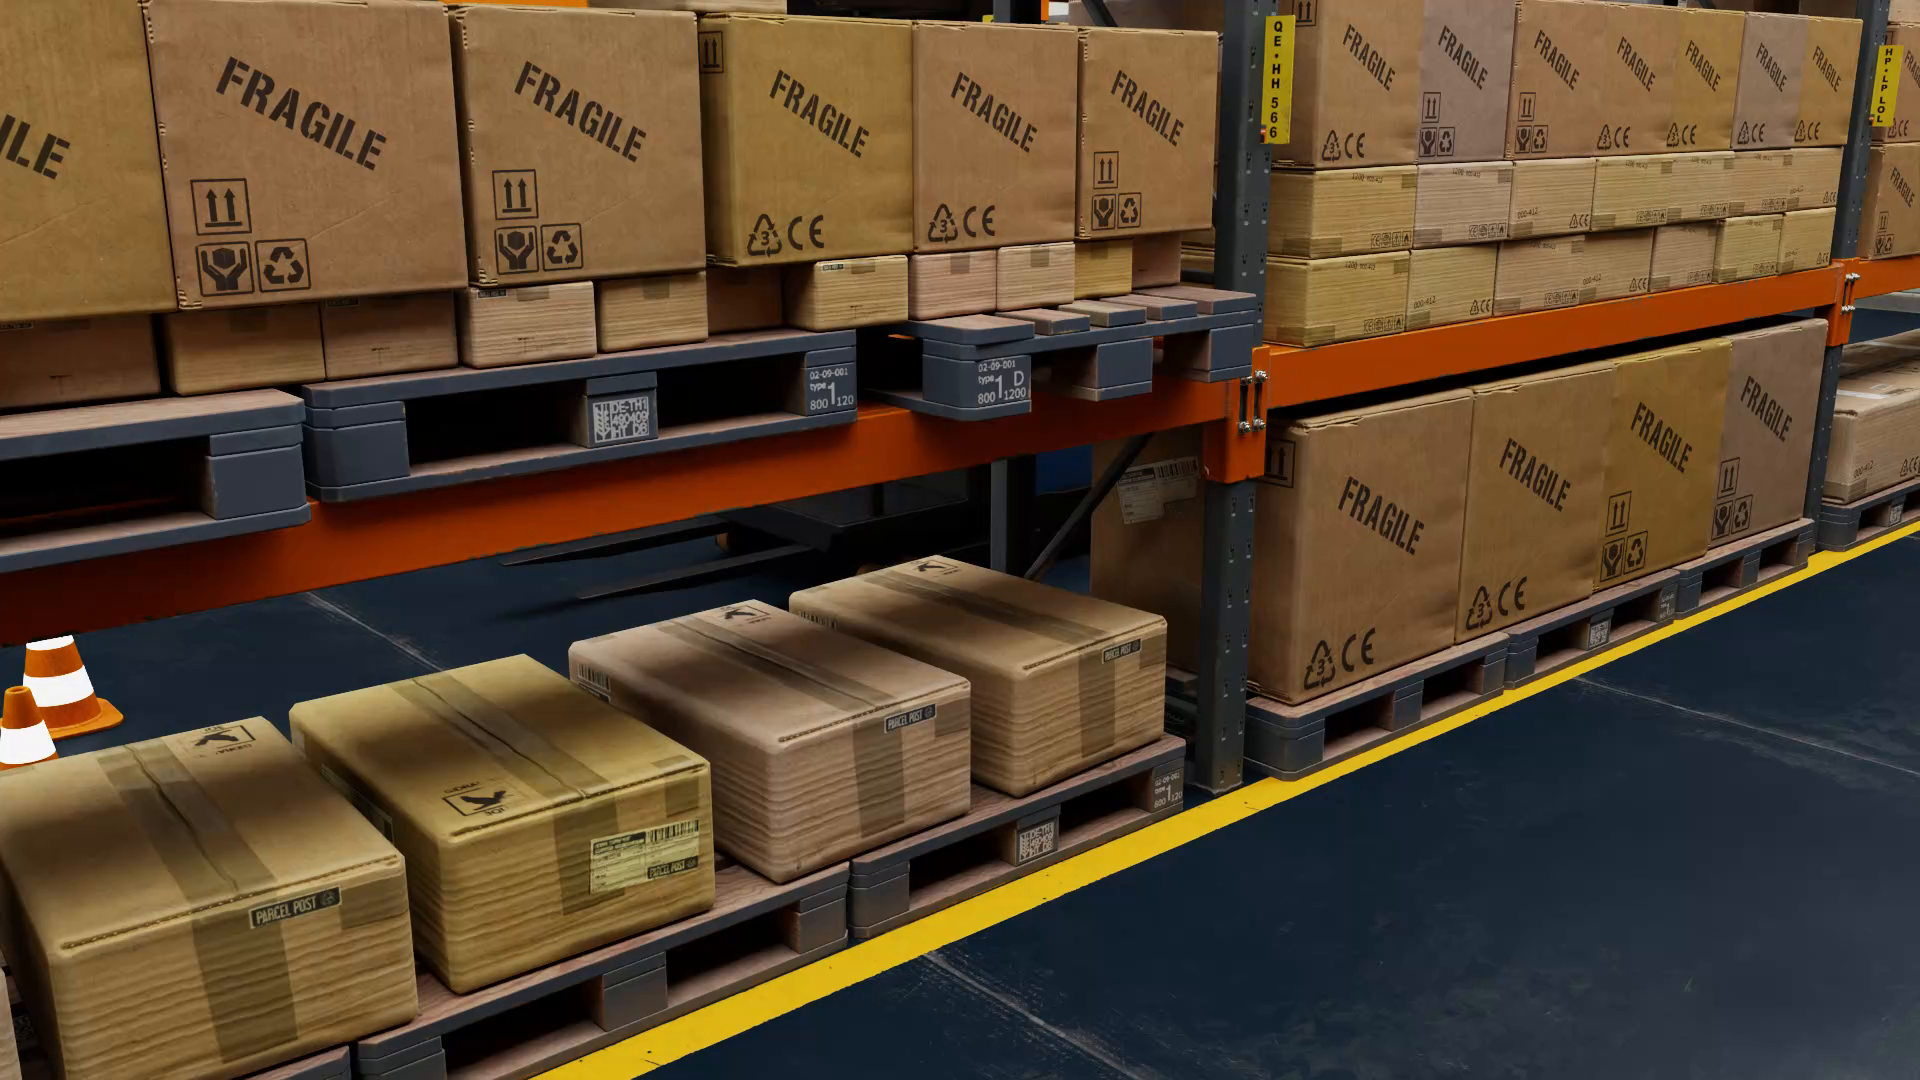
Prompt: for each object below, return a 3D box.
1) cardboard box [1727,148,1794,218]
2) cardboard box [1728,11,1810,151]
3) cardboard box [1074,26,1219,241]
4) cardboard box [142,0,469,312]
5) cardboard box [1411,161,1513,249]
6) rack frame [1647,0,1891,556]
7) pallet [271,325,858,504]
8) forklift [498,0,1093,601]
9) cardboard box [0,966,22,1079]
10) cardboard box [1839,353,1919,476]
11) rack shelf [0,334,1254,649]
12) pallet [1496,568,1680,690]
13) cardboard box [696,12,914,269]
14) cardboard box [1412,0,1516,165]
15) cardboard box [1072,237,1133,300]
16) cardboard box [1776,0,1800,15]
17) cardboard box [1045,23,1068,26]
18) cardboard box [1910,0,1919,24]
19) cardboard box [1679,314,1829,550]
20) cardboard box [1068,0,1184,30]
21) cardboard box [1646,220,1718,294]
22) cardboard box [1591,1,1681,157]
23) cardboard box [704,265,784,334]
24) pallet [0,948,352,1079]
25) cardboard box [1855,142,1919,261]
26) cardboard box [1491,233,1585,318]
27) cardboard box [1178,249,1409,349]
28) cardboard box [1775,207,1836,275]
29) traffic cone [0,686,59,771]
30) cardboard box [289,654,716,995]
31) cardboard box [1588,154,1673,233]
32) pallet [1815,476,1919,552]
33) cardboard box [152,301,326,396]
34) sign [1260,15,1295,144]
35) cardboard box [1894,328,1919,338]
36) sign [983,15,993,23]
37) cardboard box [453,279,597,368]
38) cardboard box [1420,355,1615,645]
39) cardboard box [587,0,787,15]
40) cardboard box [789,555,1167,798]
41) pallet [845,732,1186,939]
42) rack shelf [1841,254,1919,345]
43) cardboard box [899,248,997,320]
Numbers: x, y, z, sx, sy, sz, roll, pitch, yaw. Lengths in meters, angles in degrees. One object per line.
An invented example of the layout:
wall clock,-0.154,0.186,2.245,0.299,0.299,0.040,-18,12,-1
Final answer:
cardboard box,2.944,-1.435,6.630,0.500,0.250,0.500,-12,19,-38
cardboard box,2.932,-1.791,6.513,0.500,0.500,0.500,-12,19,-38
cardboard box,0.312,-1.060,4.321,0.500,0.500,0.500,-13,20,-41
cardboard box,-1.244,-0.703,2.985,0.500,0.500,0.500,-13,20,-40
cardboard box,1.407,-1.090,5.341,0.500,0.250,0.500,-12,19,-38
rack frame,3.490,-1.474,7.455,0.127,3.000,1.000,-13,19,-39
pallet,-0.994,-0.360,3.657,1.213,0.211,1.003,-13,19,-39
forklift,-0.471,-1.308,6.968,3.031,2.935,1.130,-13,20,-40
cardboard box,-2.151,0.859,3.000,0.625,0.372,0.950,-12,19,-39
cardboard box,4.709,-0.676,8.619,0.875,0.438,0.875,-13,20,-41
rack shelf,-1.037,-0.110,3.742,4.000,0.370,1.077,-13,19,-39
pallet,2.036,0.227,6.492,1.213,0.211,1.003,-13,19,-39
cardboard box,-0.451,-0.884,3.665,0.500,0.500,0.500,-14,21,-43
cardboard box,1.373,-1.449,5.232,0.500,0.500,0.500,-13,19,-39
cardboard box,0.225,-0.717,4.294,0.250,0.149,0.380,-12,19,-39
cardboard box,3.783,-2.456,7.744,0.250,0.149,0.380,-12,19,-38
cardboard box,0.664,-3.124,10.926,0.500,0.500,0.500,-12,19,-38
cardboard box,4.081,-2.368,7.414,0.250,0.149,0.380,-12,19,-39
cardboard box,3.074,-0.529,7.223,0.875,0.875,0.875,-12,19,-38
cardboard box,0.690,-1.466,5.294,0.500,0.500,0.500,-13,20,-41
cardboard box,2.539,-1.108,6.377,0.500,0.250,0.500,-13,20,-41
cardboard box,2.156,-1.619,5.866,0.500,0.500,0.500,-12,19,-38
cardboard box,-0.602,-0.557,3.695,0.250,0.149,0.380,-12,19,-39
pallet,-1.959,1.097,3.236,1.213,0.211,1.003,-13,19,-39
cardboard box,4.016,-1.551,7.548,0.500,0.500,0.500,-12,19,-38
cardboard box,1.782,-0.936,5.731,0.500,0.250,0.500,-12,19,-38
cardboard box,1.006,-0.758,5.064,0.500,0.250,0.500,-13,20,-40
cardboard box,3.317,-1.276,7.006,0.500,0.250,0.500,-13,20,-41
traffic cone,-2.529,0.625,4.515,0.334,0.463,0.336,-13,19,-39
cardboard box,-1.088,0.618,3.901,0.625,0.372,0.950,-12,19,-38
cardboard box,2.182,-1.256,5.960,0.500,0.250,0.500,-12,19,-38
pallet,4.115,-0.240,8.240,1.213,0.211,1.003,-13,19,-39
cardboard box,-1.342,-0.371,2.999,0.250,0.149,0.380,-12,19,-39
sign,0.835,-1.213,4.389,0.005,0.325,0.100,-13,19,-39
cardboard box,6.075,-0.985,9.776,0.875,0.438,0.875,-14,20,-41
sign,0.105,-1.463,5.171,0.005,0.325,0.100,-13,19,-39
cardboard box,-0.920,-0.447,3.286,0.250,0.149,0.380,-12,19,-37
cardboard box,1.723,-0.224,6.078,0.875,0.875,0.875,-12,19,-39
cardboard box,-0.577,-1.172,3.485,0.250,0.149,0.380,-14,20,-42
cardboard box,0.039,0.364,4.852,0.625,0.372,0.950,-14,21,-43
pallet,-0.118,0.683,4.783,1.213,0.211,1.003,-13,19,-39
rack shelf,4.998,-1.465,8.816,4.000,0.370,1.077,-13,19,-39
cardboard box,-0.131,-0.624,3.948,0.250,0.149,0.380,-14,20,-42
